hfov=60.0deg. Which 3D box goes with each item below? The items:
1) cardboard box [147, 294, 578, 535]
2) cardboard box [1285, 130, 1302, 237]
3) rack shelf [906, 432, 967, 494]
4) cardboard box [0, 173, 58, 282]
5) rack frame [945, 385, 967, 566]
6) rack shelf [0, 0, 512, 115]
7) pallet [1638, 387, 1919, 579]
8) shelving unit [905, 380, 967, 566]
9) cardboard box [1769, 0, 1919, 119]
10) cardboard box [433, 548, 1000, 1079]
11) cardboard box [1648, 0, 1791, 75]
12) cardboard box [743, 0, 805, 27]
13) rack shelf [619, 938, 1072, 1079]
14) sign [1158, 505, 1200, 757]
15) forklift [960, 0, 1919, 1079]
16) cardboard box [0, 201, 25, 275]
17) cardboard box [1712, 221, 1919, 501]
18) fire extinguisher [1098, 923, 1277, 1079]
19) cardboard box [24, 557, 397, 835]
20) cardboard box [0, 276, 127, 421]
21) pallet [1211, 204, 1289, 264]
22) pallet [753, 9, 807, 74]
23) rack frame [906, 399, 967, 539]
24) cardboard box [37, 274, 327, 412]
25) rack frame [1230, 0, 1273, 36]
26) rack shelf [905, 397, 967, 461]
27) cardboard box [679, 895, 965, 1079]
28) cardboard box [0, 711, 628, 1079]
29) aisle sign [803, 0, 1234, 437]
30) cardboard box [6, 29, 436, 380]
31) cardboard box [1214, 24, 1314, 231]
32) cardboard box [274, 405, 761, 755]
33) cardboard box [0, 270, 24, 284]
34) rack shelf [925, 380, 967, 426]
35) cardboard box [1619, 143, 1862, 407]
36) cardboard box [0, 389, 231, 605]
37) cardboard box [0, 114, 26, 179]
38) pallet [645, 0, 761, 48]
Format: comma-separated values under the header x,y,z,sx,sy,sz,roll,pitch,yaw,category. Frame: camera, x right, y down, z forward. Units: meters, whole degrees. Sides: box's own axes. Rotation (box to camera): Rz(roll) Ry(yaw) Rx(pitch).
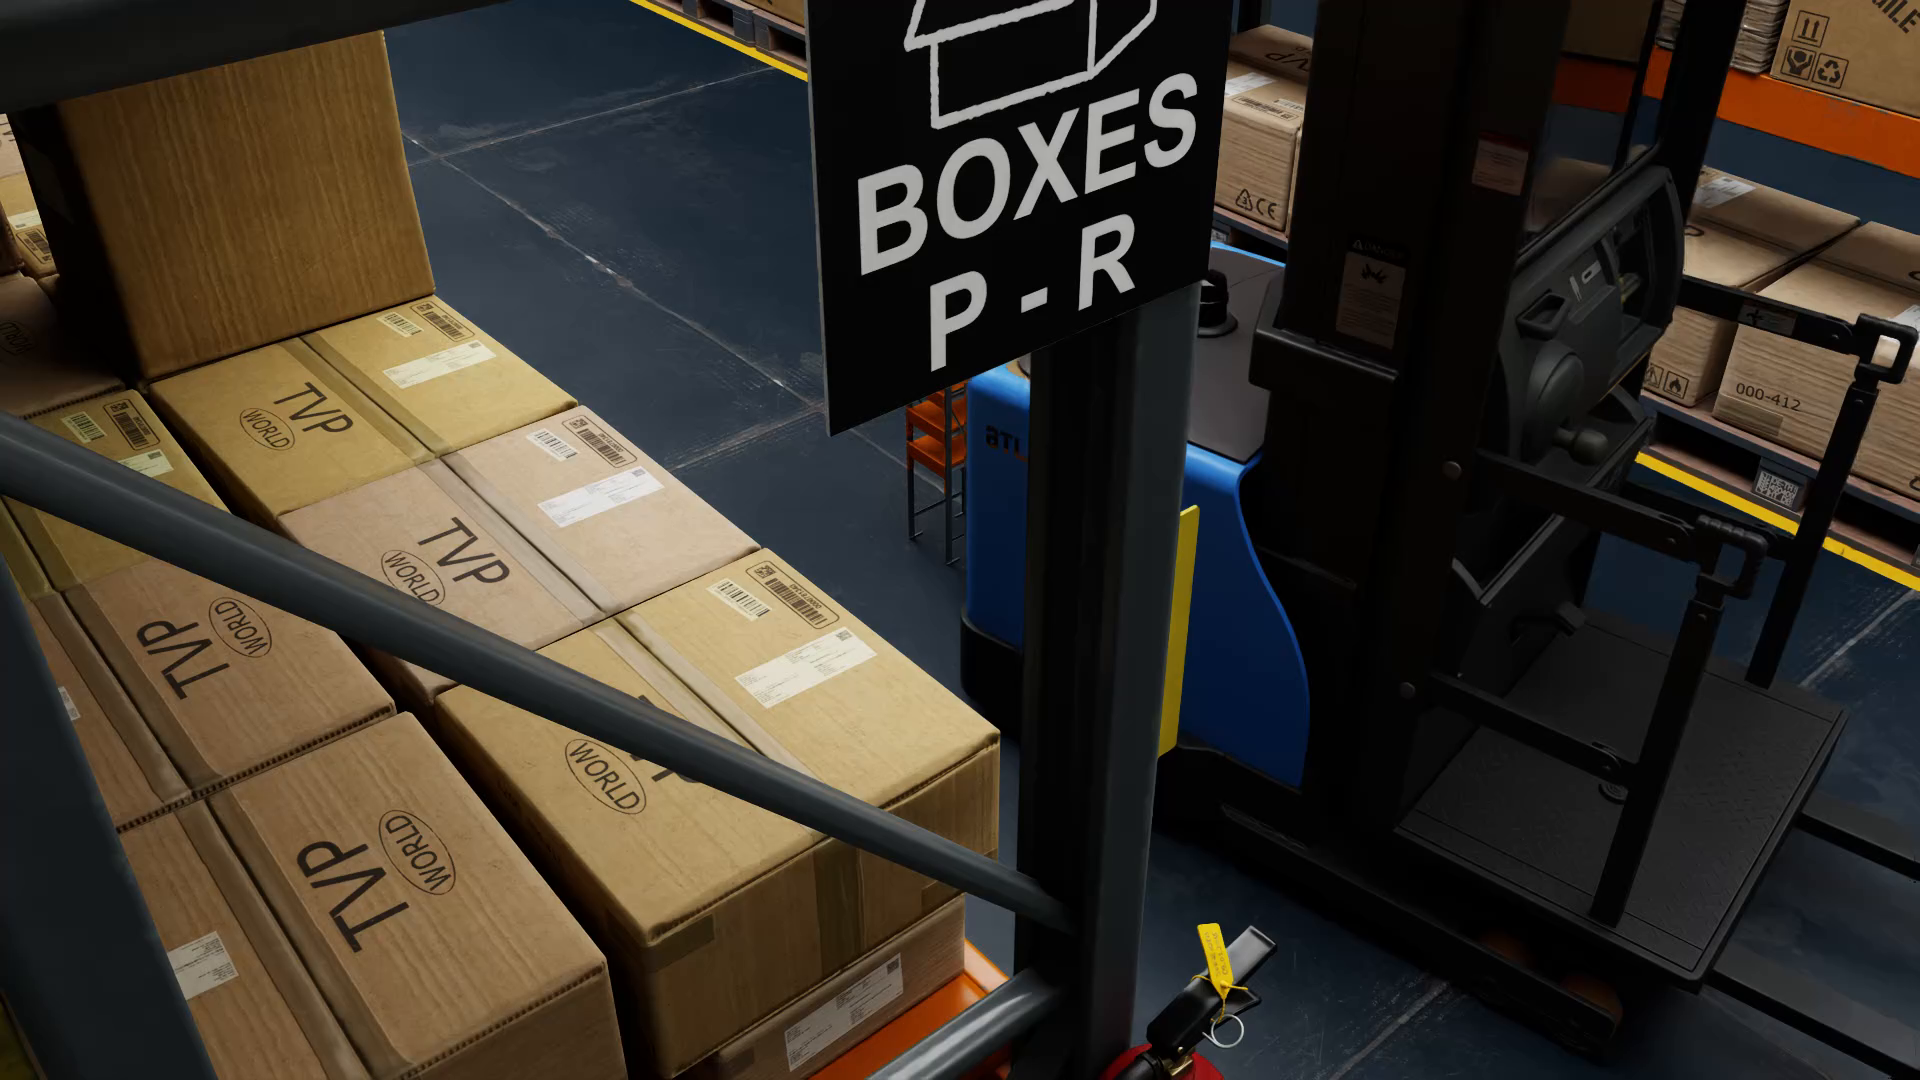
x,y,z,sx,sy,sz,roll,pitch,yaw,category
-0.954,-0.135,2.717,0.500,0.250,0.500,-27,43,-33,cardboard box
1.897,-1.361,6.430,0.875,0.438,0.875,-27,44,-33,cardboard box
-0.009,-0.264,5.077,0.258,0.103,0.180,-26,43,-32,rack shelf
-1.632,-0.580,3.346,0.500,0.250,0.500,-26,43,-32,cardboard box
0.050,-0.456,4.855,0.240,1.200,0.006,-26,43,-32,rack frame
-1.503,-1.142,2.294,1.077,0.370,4.000,-26,43,-32,rack shelf
3.001,-0.367,5.586,1.003,0.211,1.213,-26,43,-32,pallet
-0.009,-0.496,4.912,0.258,1.200,0.189,-26,43,-32,shelving unit
2.751,-1.564,4.776,0.500,0.500,0.500,-27,43,-33,cardboard box
-0.299,0.310,2.089,0.500,0.250,0.500,-26,43,-32,cardboard box
2.412,-1.787,5.092,0.500,0.500,0.500,-25,42,-31,cardboard box
-0.631,-3.287,8.770,0.875,0.875,0.875,-25,43,-31,cardboard box
-1.503,0.082,3.161,1.077,0.370,4.000,-26,43,-32,rack shelf
0.202,0.116,1.742,0.100,0.325,0.005,-26,43,-32,sign
1.464,-0.424,3.312,3.031,2.935,1.130,25,42,31,forklift
-2.036,-0.704,2.872,0.500,0.500,0.500,-27,44,-33,cardboard box
3.075,-0.561,5.301,0.875,0.438,0.875,-28,44,-33,cardboard box
0.236,0.748,1.988,0.296,0.674,0.183,-26,43,-32,fire extinguisher
-1.044,0.279,2.133,0.500,0.250,0.500,-26,43,-32,cardboard box
-1.697,-0.172,2.770,0.500,0.250,0.500,-26,43,-32,cardboard box
1.427,-1.445,7.107,1.003,0.211,1.213,-26,43,-32,pallet
-0.351,-2.661,8.825,1.003,0.211,1.213,-26,43,-32,pallet
-0.068,-0.536,4.969,0.240,1.200,0.006,-26,43,-32,rack frame
-1.301,-0.352,3.025,0.500,0.250,0.500,-27,43,-33,cardboard box
0.996,-2.948,6.817,1.000,3.000,0.127,-26,43,-32,rack frame
-0.009,-0.362,5.007,0.258,0.103,0.180,-26,43,-32,rack shelf
-0.215,0.526,2.129,0.380,0.149,0.250,-26,43,-32,cardboard box
-0.712,0.507,1.811,0.500,0.250,0.500,-25,42,-31,cardboard box
0.056,-0.469,1.067,0.394,0.787,0.004,-26,43,-32,aisle sign
-1.268,-0.658,2.807,0.500,0.500,0.500,-25,42,-31,cardboard box
1.319,-1.756,6.988,0.875,0.438,0.875,-27,43,-32,cardboard box
-0.625,0.088,2.403,0.500,0.250,0.500,-26,43,-31,cardboard box
-2.020,-0.388,3.075,0.500,0.250,0.500,-25,42,-31,cardboard box
-0.009,-0.460,4.938,0.258,0.103,0.180,-26,43,-32,rack shelf
2.478,-0.962,5.867,0.875,0.438,0.875,-25,42,-31,cardboard box
-1.360,0.059,2.444,0.500,0.250,0.500,-25,42,-30,cardboard box
-1.944,-0.805,3.664,0.500,0.250,0.500,-26,43,-32,cardboard box
-1.134,-3.199,9.585,1.003,0.211,1.213,-26,43,-32,pallet
